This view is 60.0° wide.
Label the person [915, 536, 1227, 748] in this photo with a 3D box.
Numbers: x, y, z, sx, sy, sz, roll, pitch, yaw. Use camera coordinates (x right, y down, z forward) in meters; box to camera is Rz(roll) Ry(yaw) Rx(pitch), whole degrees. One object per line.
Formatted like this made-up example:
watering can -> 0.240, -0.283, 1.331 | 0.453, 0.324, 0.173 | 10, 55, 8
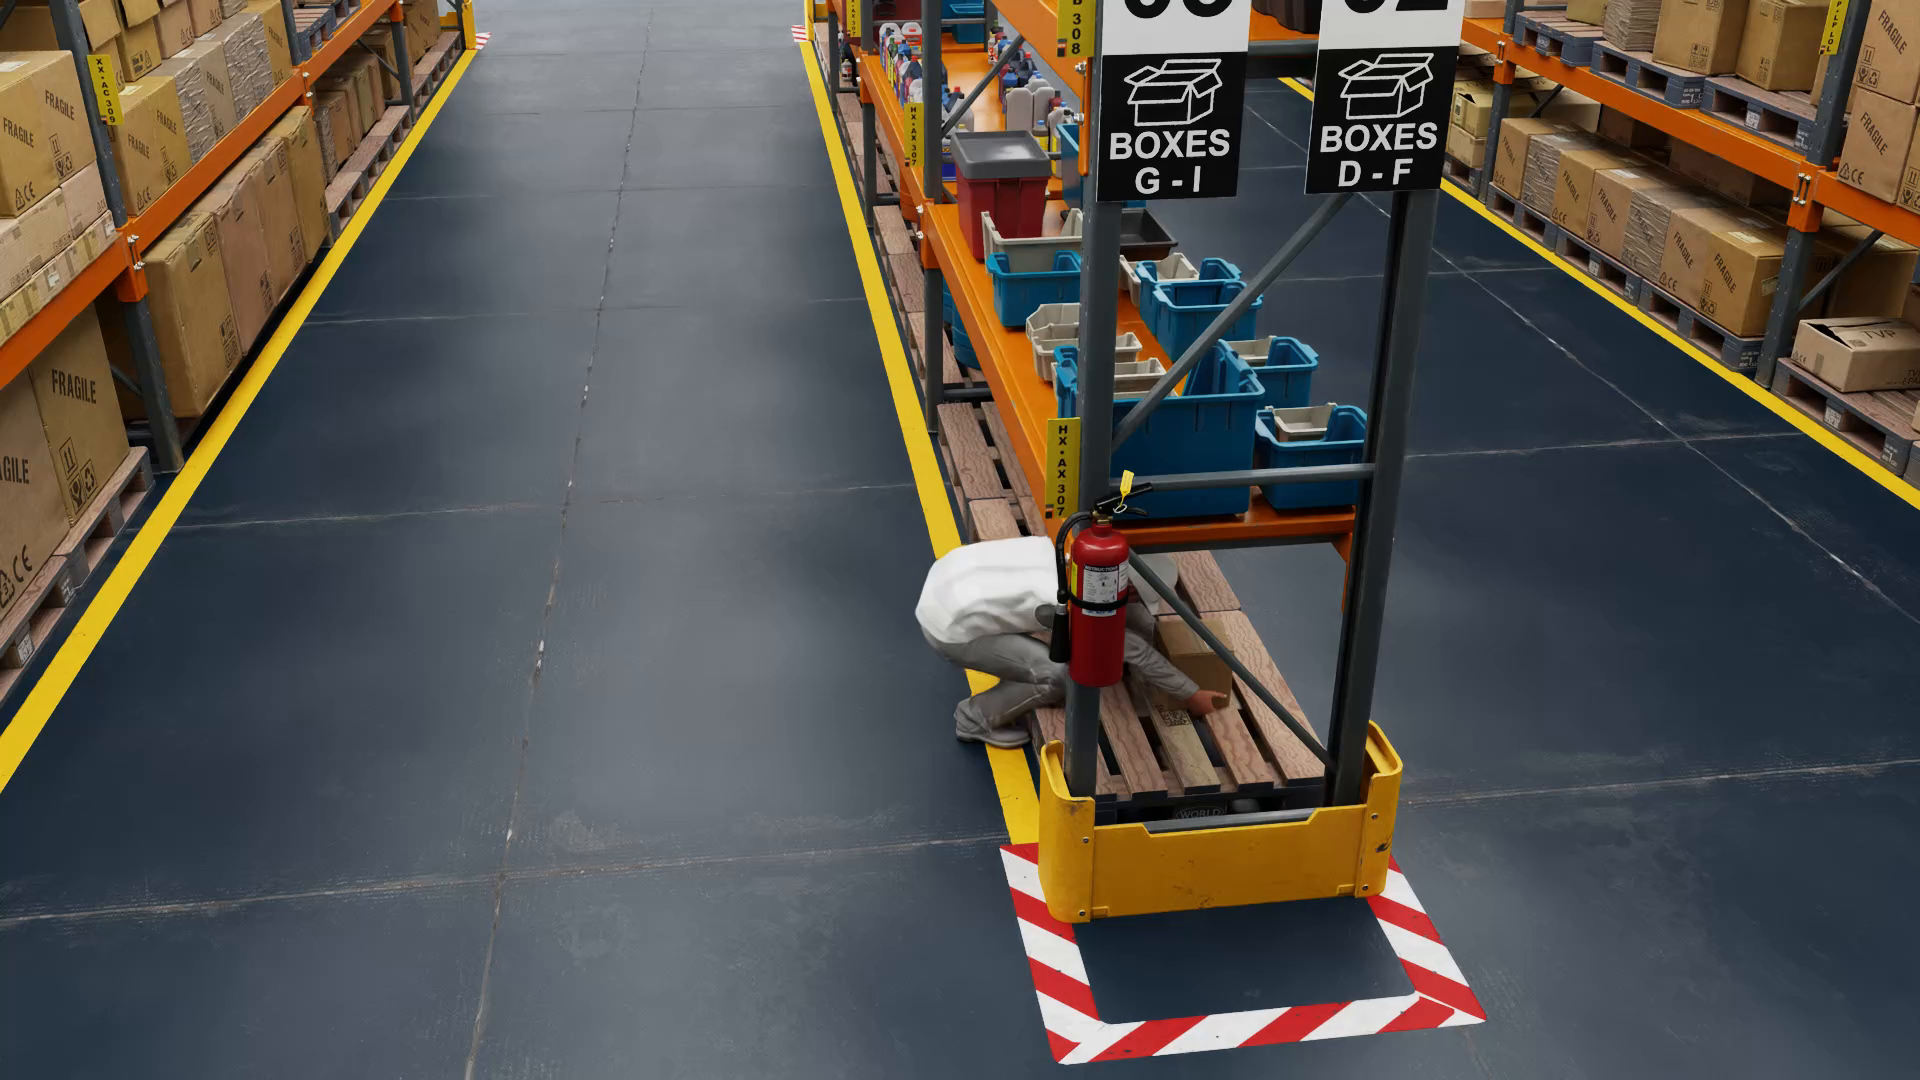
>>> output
person -> 0.435, 0.377, 6.410 | 1.193, 0.817, 0.496 | 4, 27, 7
